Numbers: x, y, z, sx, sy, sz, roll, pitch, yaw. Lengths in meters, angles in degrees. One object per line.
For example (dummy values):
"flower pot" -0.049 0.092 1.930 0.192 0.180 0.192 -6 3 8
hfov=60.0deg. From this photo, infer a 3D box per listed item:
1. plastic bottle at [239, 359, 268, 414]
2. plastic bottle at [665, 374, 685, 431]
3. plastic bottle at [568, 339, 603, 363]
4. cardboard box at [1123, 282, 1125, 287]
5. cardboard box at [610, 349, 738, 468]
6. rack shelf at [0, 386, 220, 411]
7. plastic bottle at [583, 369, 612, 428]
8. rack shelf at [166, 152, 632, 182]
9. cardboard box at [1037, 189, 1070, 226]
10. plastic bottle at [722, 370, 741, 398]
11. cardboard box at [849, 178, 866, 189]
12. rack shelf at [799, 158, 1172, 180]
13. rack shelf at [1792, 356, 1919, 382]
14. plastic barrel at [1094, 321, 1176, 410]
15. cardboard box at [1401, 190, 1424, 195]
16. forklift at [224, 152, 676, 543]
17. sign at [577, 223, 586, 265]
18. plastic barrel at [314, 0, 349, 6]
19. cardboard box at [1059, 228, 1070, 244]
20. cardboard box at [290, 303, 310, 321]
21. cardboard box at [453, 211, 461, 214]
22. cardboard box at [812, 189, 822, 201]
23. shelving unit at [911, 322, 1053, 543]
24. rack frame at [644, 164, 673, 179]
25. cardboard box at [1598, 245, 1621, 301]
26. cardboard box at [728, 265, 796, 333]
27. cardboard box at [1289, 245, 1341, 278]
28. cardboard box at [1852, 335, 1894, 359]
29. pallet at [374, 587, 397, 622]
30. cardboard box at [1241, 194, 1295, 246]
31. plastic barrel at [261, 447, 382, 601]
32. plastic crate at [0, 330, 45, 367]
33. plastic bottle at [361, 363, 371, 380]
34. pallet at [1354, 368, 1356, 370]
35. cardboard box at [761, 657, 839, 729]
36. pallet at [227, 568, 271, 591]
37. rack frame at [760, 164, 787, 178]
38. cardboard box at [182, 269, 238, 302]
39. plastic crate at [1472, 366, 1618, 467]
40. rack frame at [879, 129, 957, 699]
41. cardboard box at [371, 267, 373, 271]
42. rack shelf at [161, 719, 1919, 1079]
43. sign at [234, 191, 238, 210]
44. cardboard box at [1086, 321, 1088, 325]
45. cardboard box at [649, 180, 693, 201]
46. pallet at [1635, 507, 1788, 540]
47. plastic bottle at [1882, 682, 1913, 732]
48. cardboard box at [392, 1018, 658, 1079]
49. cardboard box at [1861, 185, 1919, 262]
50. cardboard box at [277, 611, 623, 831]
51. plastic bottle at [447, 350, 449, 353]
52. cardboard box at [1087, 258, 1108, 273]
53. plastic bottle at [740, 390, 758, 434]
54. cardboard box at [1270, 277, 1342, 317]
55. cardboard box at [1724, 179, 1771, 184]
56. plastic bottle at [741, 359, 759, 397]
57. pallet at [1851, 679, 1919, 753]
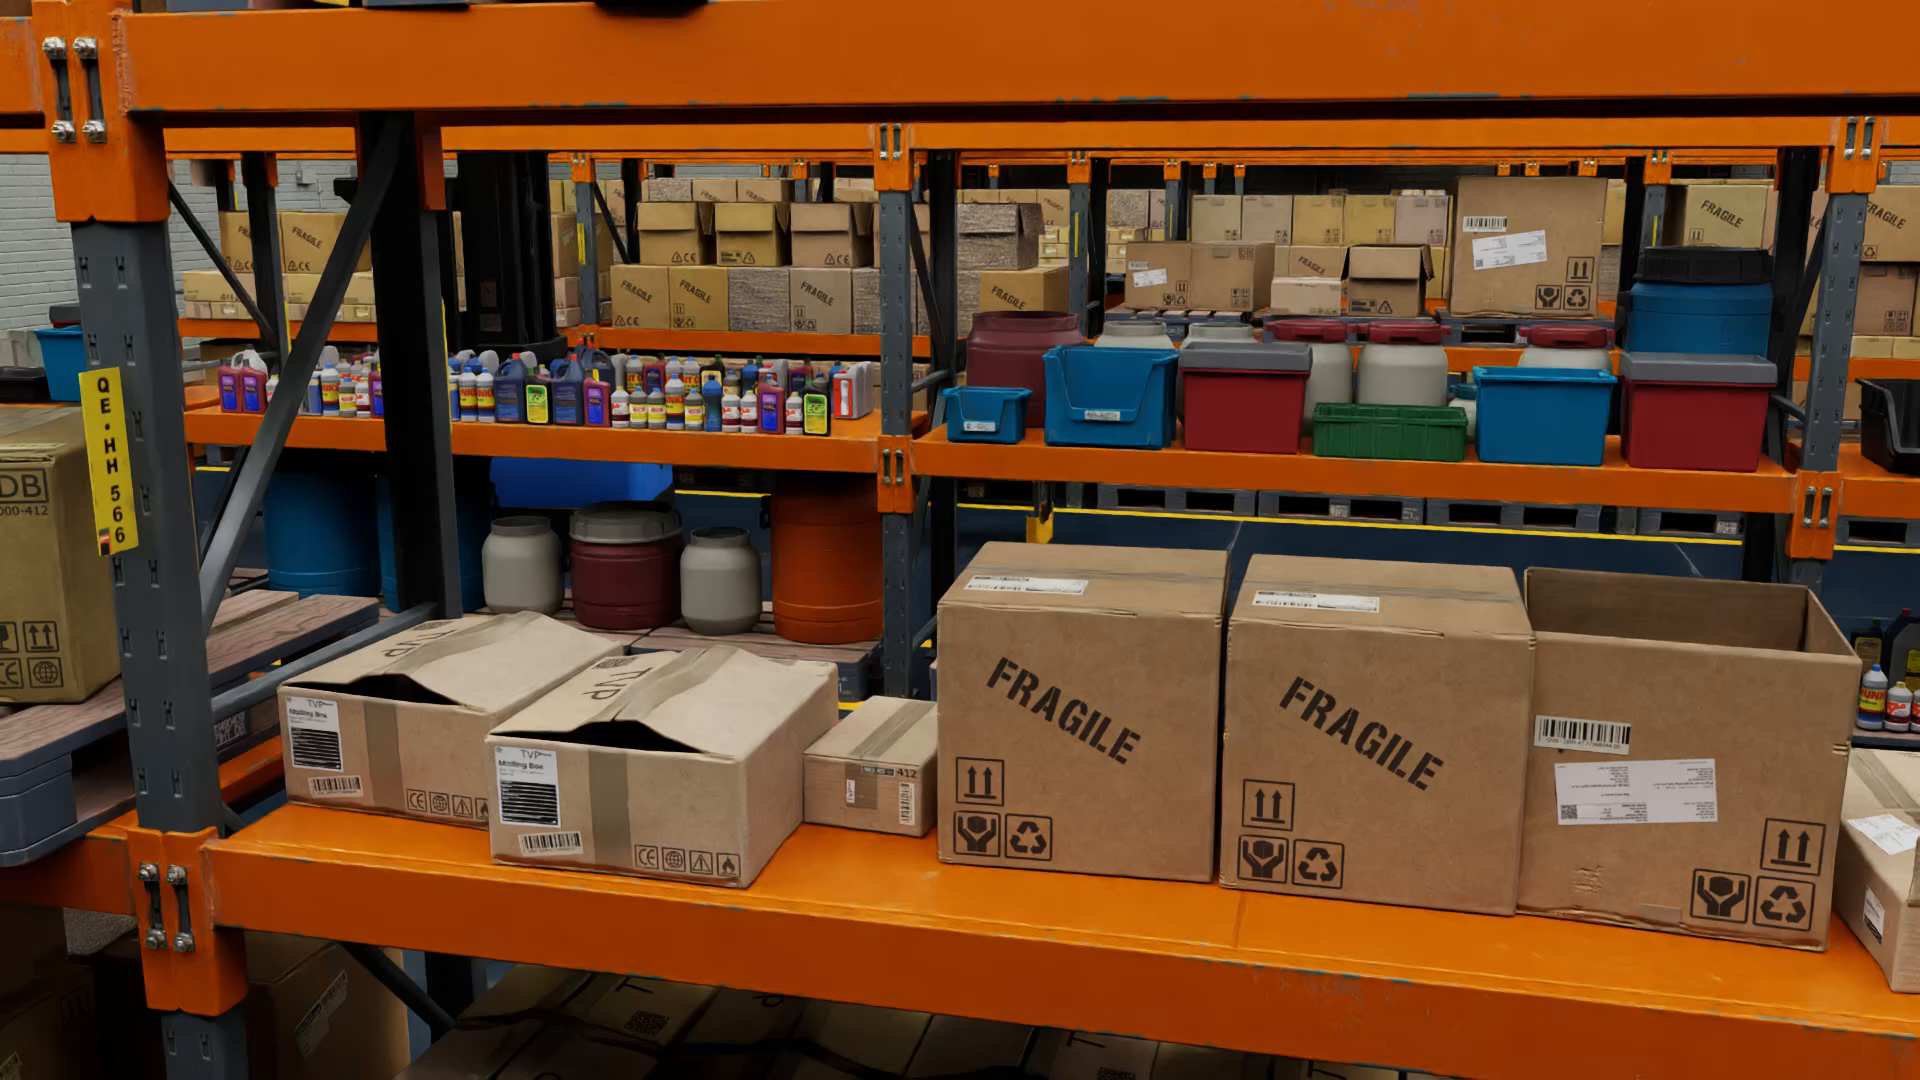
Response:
"plastic bottle" -3.693 -0.803 8.699 0.133 0.283 0.061 3 13 14
"plastic bottle" -1.397 -0.679 8.166 0.097 0.271 0.097 0 13 0
"plastic bottle" -2.036 -0.916 9.051 0.185 0.351 0.144 3 13 14
"cardboard box" 2.718 -3.115 22.785 0.875 0.875 0.875 3 13 13
"cardboard box" -2.263 -1.156 13.956 0.875 0.875 1.225 3 13 14
"rack shelf" -6.018 -0.729 9.754 4.000 0.370 1.077 3 13 14
"plastic bottle" -1.797 -0.702 8.243 0.133 0.283 0.061 3 13 14
"rack shelf" -4.831 -3.235 14.123 4.000 0.370 1.077 3 13 14
"cardboard box" 1.334 -4.483 22.474 0.500 0.500 0.500 3 13 13
"plastic bottle" -1.220 -0.805 8.894 0.097 0.201 0.097 0 13 0
"cardboard box" -1.360 -4.956 23.109 0.250 0.149 0.380 3 13 14
"rack shelf" 0.339 -4.065 17.865 4.000 0.370 1.077 3 13 14
"rack shelf" 6.819 -1.147 11.641 4.000 0.370 1.077 3 13 14
"plastic barrel" 0.857 -0.815 8.222 0.421 0.512 0.421 0 13 0
"cardboard box" 5.806 -4.421 21.350 0.250 0.149 0.380 2 13 11
"forklift" -3.626 -1.470 11.594 3.031 2.935 1.130 1 13 3
"sign" -3.021 -2.362 13.274 0.005 0.325 0.100 3 13 14
"plastic barrel" -3.141 -2.733 8.796 0.600 0.588 0.600 0 13 0
"cardboard box" 1.197 -3.177 17.364 0.250 0.149 0.380 3 13 15
"cardboard box" -5.509 -1.962 14.231 0.250 0.149 0.380 3 13 12
"cardboard box" -4.276 -2.588 14.399 0.500 0.500 0.500 3 13 12
"cardboard box" -2.026 -4.657 23.261 0.500 0.500 0.500 3 13 14
"shelving unit" 0.074 -0.728 11.553 1.083 1.500 0.587 3 13 14
"rack frame" -4.399 -4.309 24.231 0.127 3.000 1.000 3 13 14
"cardboard box" 6.525 -2.697 16.618 0.550 0.550 0.875 3 13 14
"cardboard box" -1.529 -1.938 13.313 0.500 0.500 0.500 3 13 12
"cardboard box" 3.636 -2.765 17.038 0.500 0.500 0.500 3 13 13
"cardboard box" 6.234 -1.346 11.454 0.250 0.149 0.380 3 13 14
"pallet" -3.337 0.434 9.290 1.213 0.211 1.003 3 13 14
"cardboard box" 3.205 -3.333 17.294 0.500 0.500 0.700 3 13 13
"plastic barrel" -3.552 -0.125 9.246 0.708 0.901 0.600 3 13 14
"plastic crate" -5.514 -1.066 9.746 0.530 0.282 0.437 3 13 14
"plastic bottle" -3.273 -0.880 9.236 0.097 0.201 0.097 0 13 0
"pallet" 5.308 -2.428 22.190 1.213 0.211 1.003 3 13 14
"cardboard box" -0.444 0.384 3.657 0.250 0.149 0.380 3 13 14
"pallet" -4.799 0.355 9.645 1.213 0.211 1.003 3 13 14
"rack frame" -3.213 -5.353 28.937 0.127 3.000 1.000 3 13 14
"cardboard box" -6.372 -2.216 14.454 0.500 0.250 0.500 3 13 12
"plastic crate" 2.545 -0.545 7.302 0.575 0.384 0.392 3 13 14
"rack frame" -0.193 -0.769 8.272 0.127 3.000 1.000 3 13 14
"cardboard box" -5.252 -2.275 14.722 0.500 0.250 0.500 3 13 12
"rack shelf" 0.559 0.728 3.188 4.000 0.370 1.077 3 13 14
"sign" -6.629 -3.020 15.198 0.005 0.325 0.100 3 13 14
"cardboard box" 1.554 -2.179 17.700 0.500 0.250 0.500 3 13 12
"cardboard box" -3.121 -3.760 18.531 0.500 0.500 0.500 3 13 15
"pallet" 5.538 -0.214 12.210 1.213 0.211 1.003 3 13 14
"plastic bottle" 3.994 0.704 7.078 0.097 0.201 0.097 0 13 0
"cardboard box" -0.945 1.225 3.369 0.500 0.311 0.500 4 13 15
"cardboard box" 6.225 -2.156 11.301 0.500 0.500 0.500 3 13 14
"cardboard box" -1.040 0.345 3.461 0.500 0.311 0.500 4 13 17
"plastic bottle" -2.926 -0.964 9.265 0.185 0.351 0.144 3 13 14
"cardboard box" 1.451 -2.872 17.366 0.250 0.149 0.380 3 13 13
"plastic bottle" -1.019 -0.625 8.082 0.097 0.201 0.097 0 13 0
"cardboard box" 2.566 -1.807 12.328 0.500 0.250 0.500 3 13 12
"cardboard box" 9.578 -4.174 20.397 0.500 0.500 0.700 3 13 13
"plastic bottle" -1.105 -0.819 8.797 0.097 0.271 0.097 0 13 0
"pallet" 4.333 0.844 7.442 1.213 0.211 1.003 3 13 14
